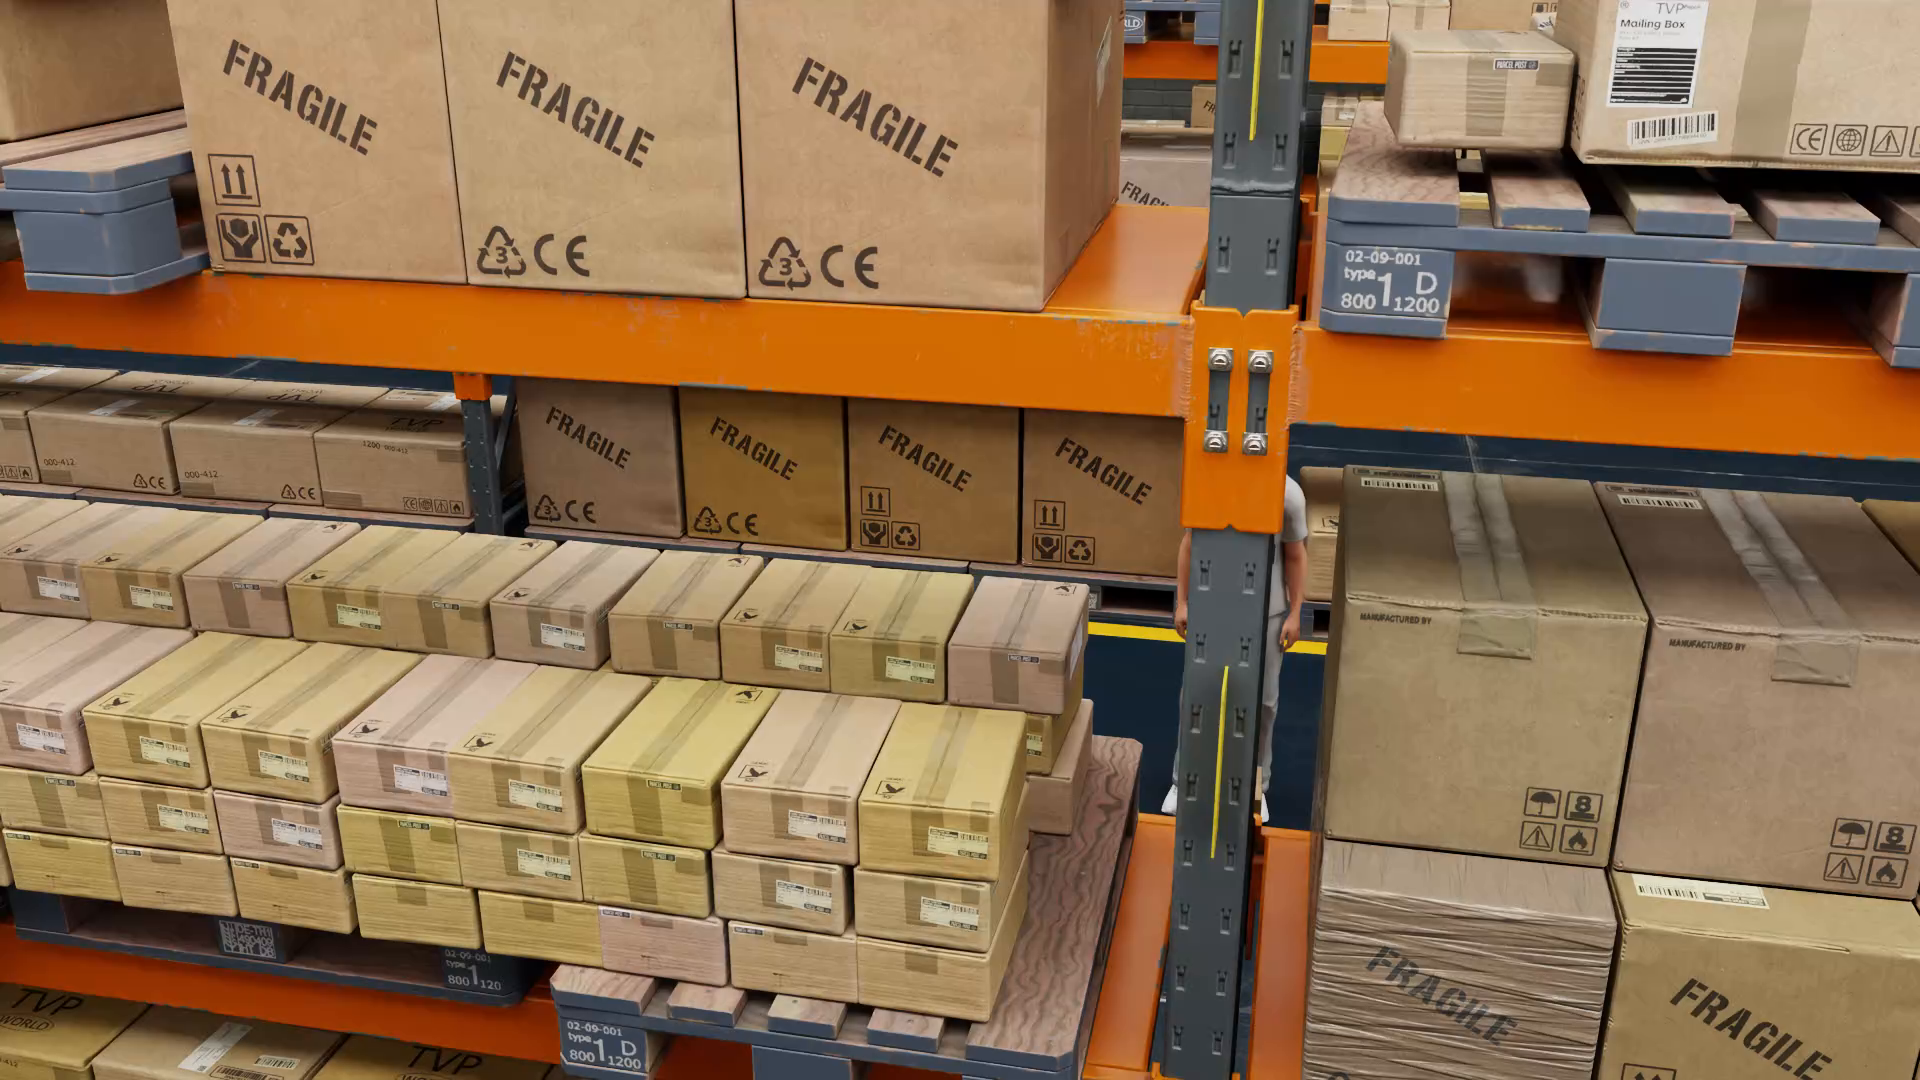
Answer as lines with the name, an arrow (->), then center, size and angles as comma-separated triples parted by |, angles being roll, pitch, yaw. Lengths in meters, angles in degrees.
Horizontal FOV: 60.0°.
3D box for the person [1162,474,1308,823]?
person -> 1.066, 0.283, 6.374 | 0.488, 1.673, 0.355 | 4, 22, 11
